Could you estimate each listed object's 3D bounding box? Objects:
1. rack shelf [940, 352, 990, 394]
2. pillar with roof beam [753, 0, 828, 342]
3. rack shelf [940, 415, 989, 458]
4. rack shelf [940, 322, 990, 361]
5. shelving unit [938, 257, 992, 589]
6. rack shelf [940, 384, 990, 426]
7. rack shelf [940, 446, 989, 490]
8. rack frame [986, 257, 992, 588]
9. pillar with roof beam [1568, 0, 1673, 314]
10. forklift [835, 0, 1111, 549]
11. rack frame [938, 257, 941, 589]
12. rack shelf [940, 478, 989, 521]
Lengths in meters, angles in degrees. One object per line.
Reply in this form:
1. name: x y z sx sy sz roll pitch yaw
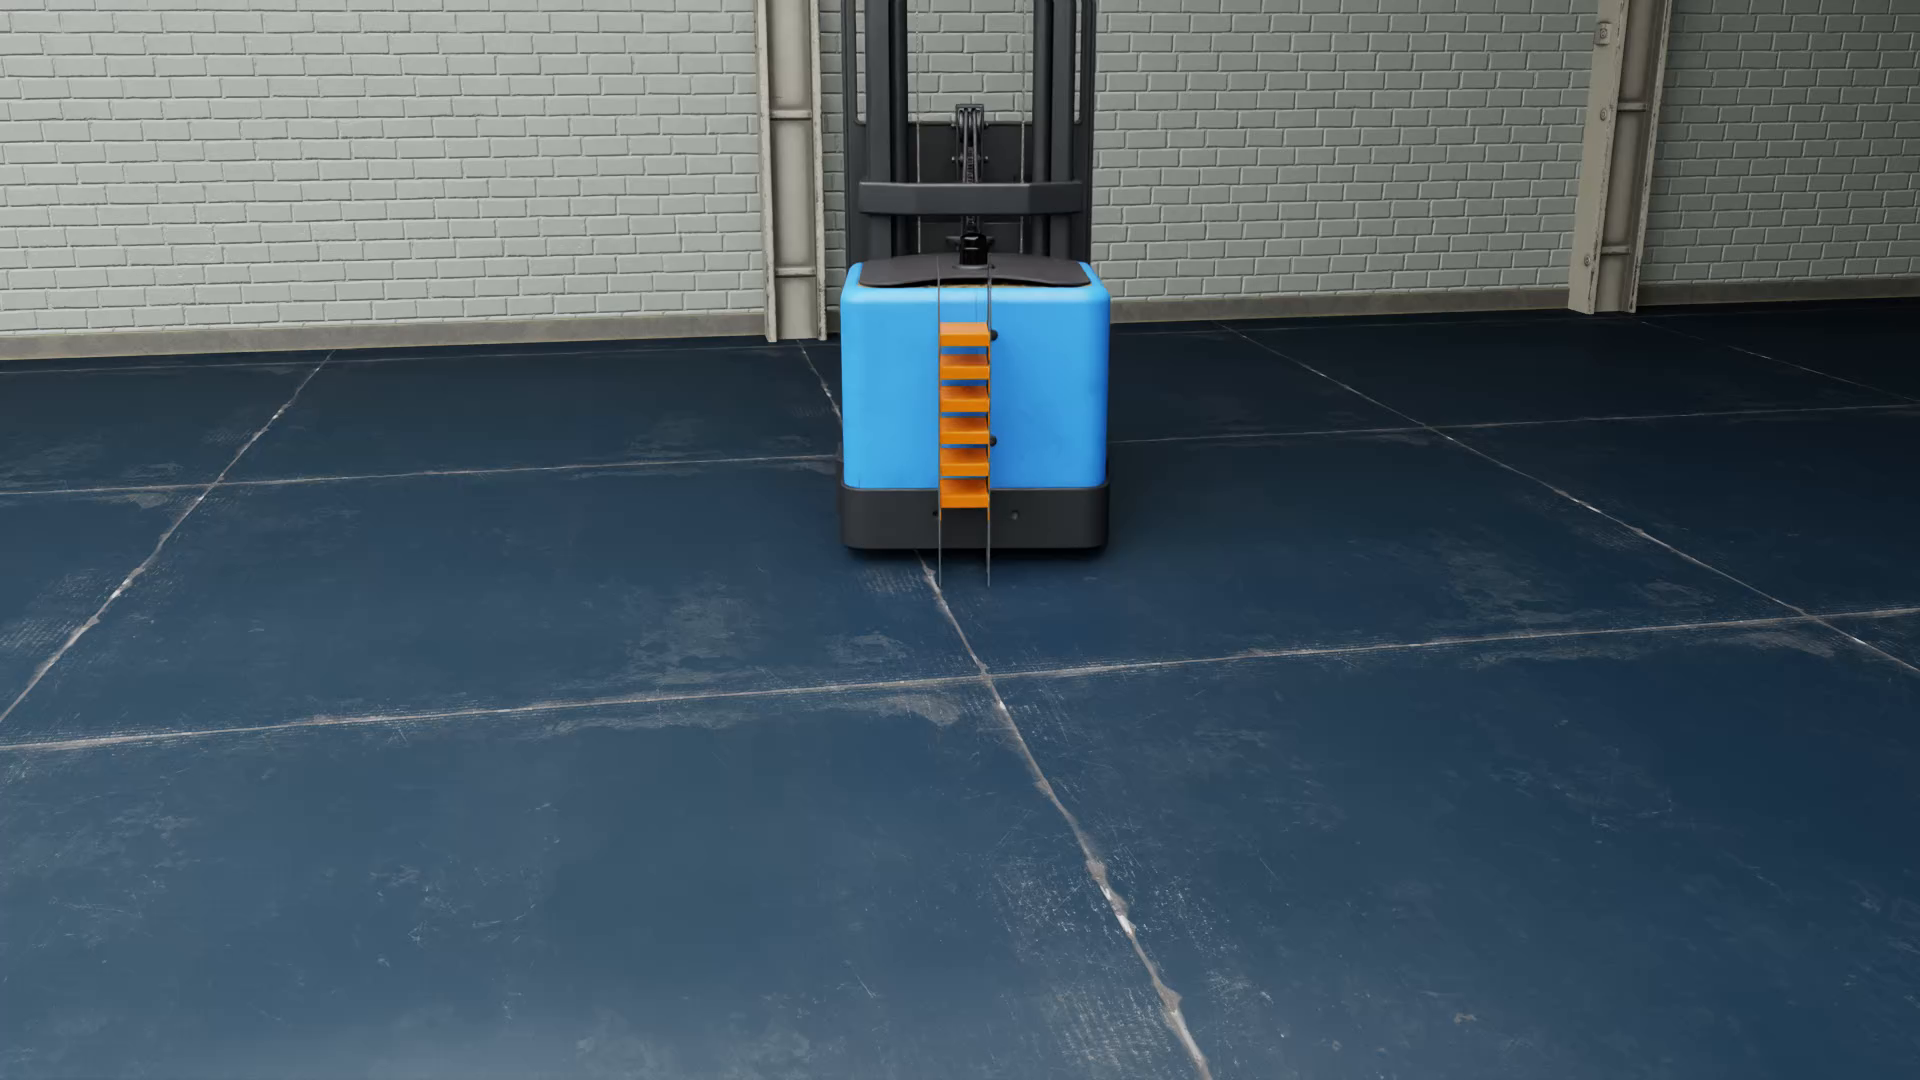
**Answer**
1. rack shelf: 0.015 -0.614 6.098 0.180 0.103 0.258 0 17 -1
2. pillar with roof beam: -0.299 -4.441 5.945 0.400 9.000 9.100 -3 17 -10
3. rack shelf: 0.015 -0.385 6.170 0.180 0.103 0.258 0 17 -1
4. rack shelf: 0.015 -0.728 6.062 0.180 0.103 0.258 0 17 -1
5. shelving unit: 0.015 -0.427 6.156 0.189 1.200 0.258 0 17 -1
6. rack shelf: 0.015 -0.499 6.134 0.180 0.103 0.258 0 17 -1
7. rack shelf: 0.015 -0.270 6.206 0.180 0.103 0.258 0 17 -1
8. rack frame: 0.106 -0.428 6.158 0.006 1.200 0.240 0 17 -1
9. pillar with roof beam: 5.592 -4.775 7.033 0.400 9.000 9.100 -3 17 -10
10. forklift: 0.031 -1.743 7.494 1.130 2.935 3.031 0 17 -1
11. rack frame: -0.077 -0.427 6.155 0.006 1.200 0.240 0 17 -1
12. rack shelf: 0.015 -0.156 6.242 0.180 0.103 0.258 0 17 -1
